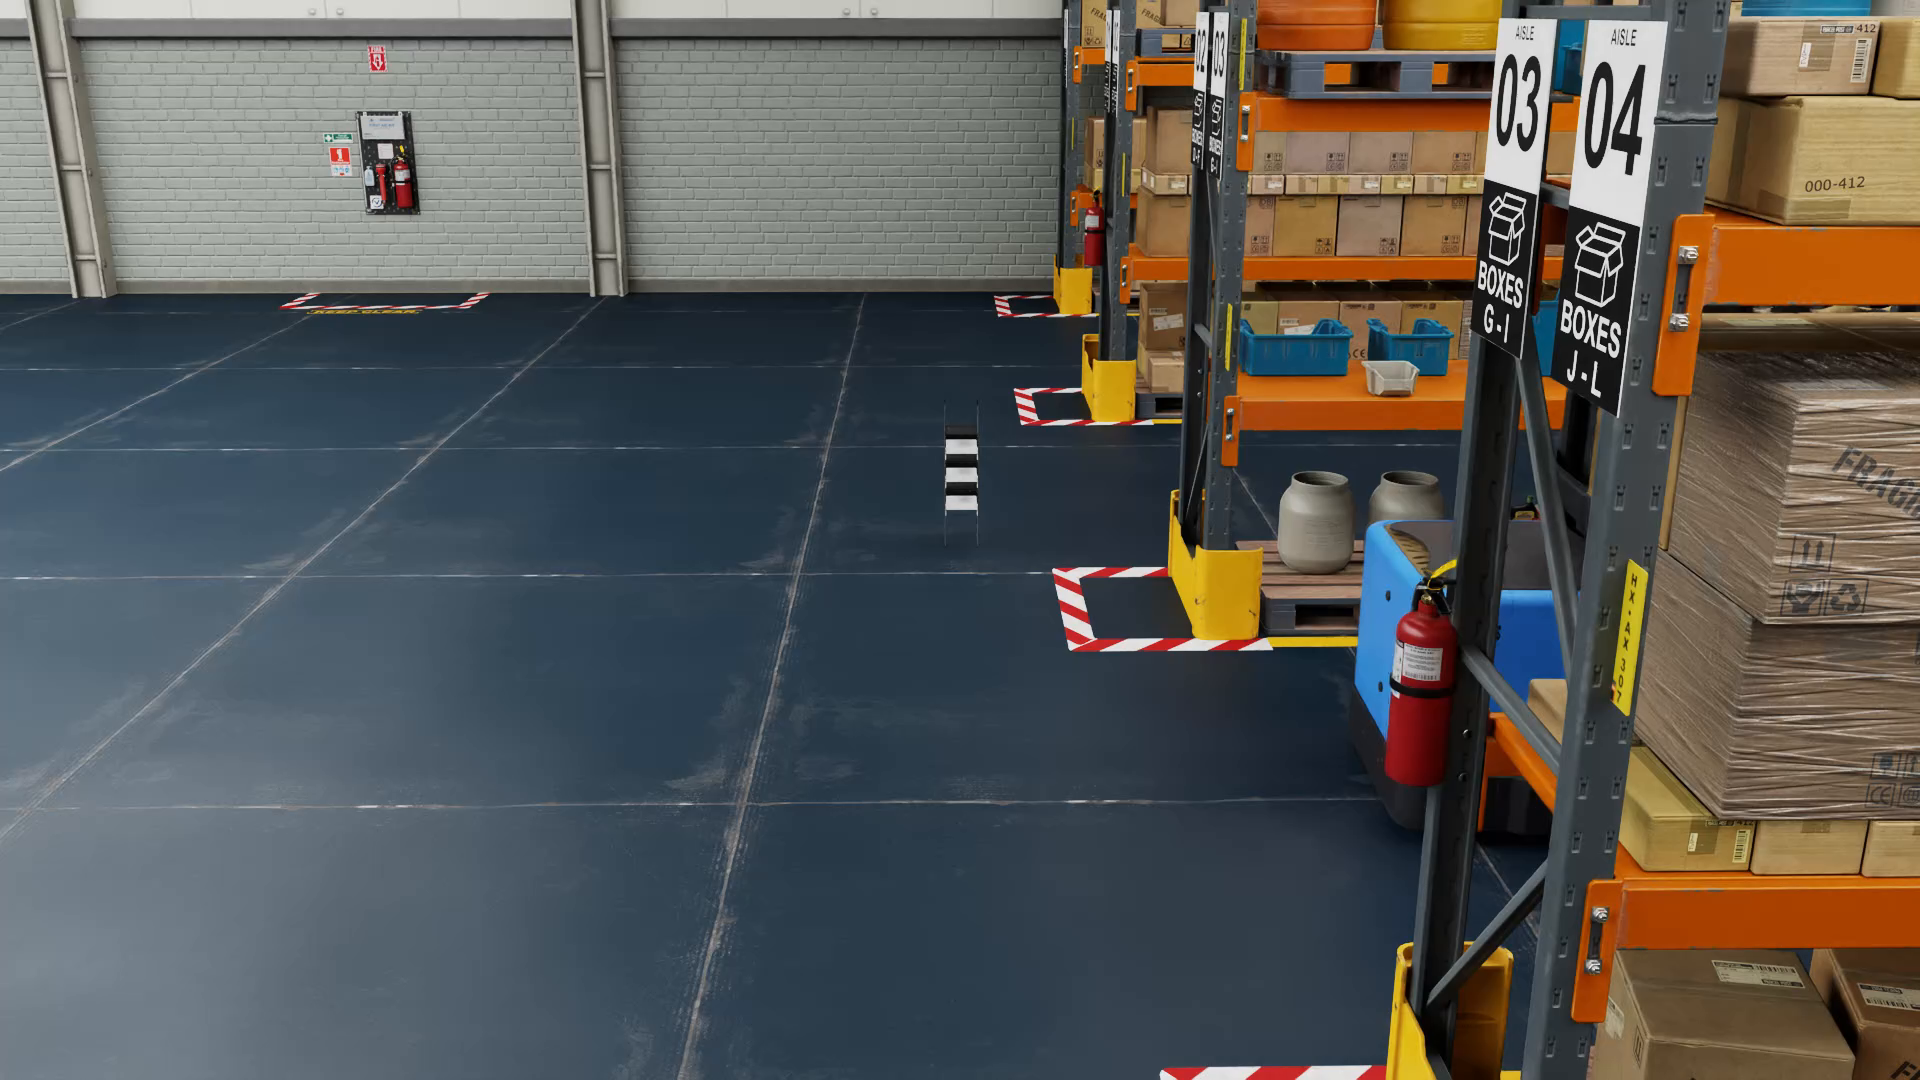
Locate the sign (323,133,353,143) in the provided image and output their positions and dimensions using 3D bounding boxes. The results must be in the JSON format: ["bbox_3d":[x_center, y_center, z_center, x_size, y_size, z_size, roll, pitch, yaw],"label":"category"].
[{"bbox_3d":[-7.144,-4.617,19.102,0.331,0.109,0.001,0,18,-1],"label":"sign"}]

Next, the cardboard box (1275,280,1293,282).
[{"bbox_3d":[3.590,-2.952,18.788,0.250,0.149,0.380,-2,18,-5],"label":"cardboard box"}]

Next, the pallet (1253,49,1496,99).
[{"bbox_3d":[2.175,-2.369,8.422,1.213,0.211,1.003,0,18,-1],"label":"pallet"}]

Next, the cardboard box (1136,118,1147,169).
[{"bbox_3d":[2.167,-4.288,17.988,0.500,0.500,0.500,0,18,-1],"label":"cardboard box"}]

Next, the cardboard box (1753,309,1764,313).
[{"bbox_3d":[6.691,-1.842,14.276,0.500,0.311,0.500,0,18,-1],"label":"cardboard box"}]

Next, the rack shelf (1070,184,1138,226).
[{"bbox_3d":[3.190,-3.750,18.504,4.000,0.370,1.077,0,18,-1],"label":"rack shelf"}]

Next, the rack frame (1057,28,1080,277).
[{"bbox_3d":[1.190,-4.083,18.364,0.127,3.000,1.000,0,18,-1],"label":"rack frame"}]

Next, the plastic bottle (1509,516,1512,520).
[{"bbox_3d":[3.176,-0.077,9.737,0.097,0.201,0.097,0,18,0],"label":"plastic bottle"}]

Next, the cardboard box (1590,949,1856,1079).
[{"bbox_3d":[2.050,1.448,4.527,0.500,0.500,0.500,3,18,9],"label":"cardboard box"}]

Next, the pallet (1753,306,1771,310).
[{"bbox_3d":[8.408,-2.790,18.900,1.213,0.211,1.003,0,18,-1],"label":"pallet"}]

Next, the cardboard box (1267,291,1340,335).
[{"bbox_3d":[2.812,-1.762,13.715,0.500,0.500,0.500,0,18,-1],"label":"cardboard box"}]

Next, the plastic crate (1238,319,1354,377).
[{"bbox_3d":[1.842,-1.080,9.247,0.616,0.251,0.499,0,18,-1],"label":"plastic crate"}]

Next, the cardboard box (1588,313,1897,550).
[{"bbox_3d":[1.971,-0.288,4.246,0.500,0.500,0.500,0,18,-1],"label":"cardboard box"}]

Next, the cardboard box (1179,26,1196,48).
[{"bbox_3d":[2.585,-5.489,17.640,0.500,0.500,0.500,1,18,2],"label":"cardboard box"}]

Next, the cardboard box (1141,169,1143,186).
[{"bbox_3d":[2.202,-3.933,18.111,0.500,0.250,0.500,-1,18,-3],"label":"cardboard box"}]

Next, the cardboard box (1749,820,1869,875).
[{"bbox_3d":[1.964,0.651,4.017,0.250,0.149,0.380,0,18,-1],"label":"cardboard box"}]

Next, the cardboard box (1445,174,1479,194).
[{"bbox_3d":[3.986,-2.875,13.372,0.250,0.149,0.380,0,18,-1],"label":"cardboard box"}]

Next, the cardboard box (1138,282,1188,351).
[{"bbox_3d":[1.804,-1.911,14.181,0.500,0.500,0.500,0,18,-1],"label":"cardboard box"}]

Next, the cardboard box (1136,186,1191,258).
[{"bbox_3d":[1.739,-2.616,13.627,0.500,0.500,0.700,0,18,-1],"label":"cardboard box"}]

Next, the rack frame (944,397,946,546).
[{"bbox_3d":[-0.094,-0.428,10.409,0.006,0.900,0.240,0,18,-1],"label":"rack frame"}]

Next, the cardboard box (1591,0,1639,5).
[{"bbox_3d":[6.971,-5.762,17.837,0.500,0.500,0.500,-1,18,-3],"label":"cardboard box"}]

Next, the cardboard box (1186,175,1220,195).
[{"bbox_3d":[1.932,-2.865,13.341,0.250,0.149,0.380,-1,18,-2],"label":"cardboard box"}]

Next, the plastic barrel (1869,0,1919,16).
[{"bbox_3d":[4.913,-2.816,8.633,0.421,0.512,0.421,0,18,0],"label":"plastic barrel"}]

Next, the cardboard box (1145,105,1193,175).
[{"bbox_3d":[1.792,-3.234,13.430,0.500,0.500,0.700,0,18,-1],"label":"cardboard box"}]

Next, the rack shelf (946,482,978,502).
[{"bbox_3d":[0.008,-0.311,10.448,0.200,0.077,0.258,0,18,-1],"label":"rack shelf"}]

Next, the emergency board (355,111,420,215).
[{"bbox_3d":[-6.594,-4.321,19.107,0.643,1.169,0.194,0,18,-1],"label":"emergency board"}]

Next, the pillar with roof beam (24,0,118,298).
[{"bbox_3d":[-10.054,-5.834,14.003,0.400,9.000,9.100,0,18,-1],"label":"pillar with roof beam"}]

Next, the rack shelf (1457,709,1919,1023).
[{"bbox_3d":[3.425,0.789,4.356,4.000,0.370,1.077,0,18,-1],"label":"rack shelf"}]

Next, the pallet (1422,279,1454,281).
[{"bbox_3d":[5.968,-2.778,18.863,1.213,0.211,1.003,0,18,-1],"label":"pallet"}]

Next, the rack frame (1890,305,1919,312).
[{"bbox_3d":[5.346,-1.076,8.992,0.127,3.000,1.000,0,18,-1],"label":"rack frame"}]

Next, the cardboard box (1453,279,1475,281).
[{"bbox_3d":[5.926,-3.130,18.766,0.500,0.500,0.700,0,18,1],"label":"cardboard box"}]

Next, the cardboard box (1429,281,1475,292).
[{"bbox_3d":[4.303,-1.925,14.225,0.500,0.500,0.500,0,18,-1],"label":"cardboard box"}]

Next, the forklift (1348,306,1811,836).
[{"bbox_3d":[3.276,-0.314,6.728,3.031,2.935,1.130,0,18,1],"label":"forklift"}]

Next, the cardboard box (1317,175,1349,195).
[{"bbox_3d":[2.956,-2.869,13.356,0.250,0.149,0.380,-1,18,-2],"label":"cardboard box"}]

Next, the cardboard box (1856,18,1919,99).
[{"bbox_3d":[1.965,-0.993,3.416,0.250,0.149,0.380,0,18,0],"label":"cardboard box"}]

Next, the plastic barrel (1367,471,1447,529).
[{"bbox_3d":[2.505,-0.101,9.338,0.421,0.512,0.421,0,18,0],"label":"plastic barrel"}]

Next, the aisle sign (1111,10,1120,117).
[{"bbox_3d":[1.211,-3.714,12.958,0.004,0.787,0.394,0,18,-1],"label":"aisle sign"}]

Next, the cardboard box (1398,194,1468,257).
[{"bbox_3d":[3.799,-2.627,13.662,0.500,0.500,0.700,0,18,0],"label":"cardboard box"}]

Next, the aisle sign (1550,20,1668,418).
[{"bbox_3d":[1.368,-0.690,3.533,0.004,0.787,0.394,0,18,-1],"label":"aisle sign"}]

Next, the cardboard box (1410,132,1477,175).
[{"bbox_3d":[3.822,-3.245,13.466,0.500,0.500,0.700,0,18,-1],"label":"cardboard box"}]

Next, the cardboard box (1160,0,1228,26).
[{"bbox_3d":[1.847,-4.315,13.093,0.637,0.503,0.797,1,18,3],"label":"cardboard box"}]

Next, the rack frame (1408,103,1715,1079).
[{"bbox_3d":[1.425,0.456,4.216,0.127,3.000,1.000,0,18,-1],"label":"rack frame"}]

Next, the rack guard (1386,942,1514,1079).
[{"bbox_3d":[1.501,1.646,4.599,0.348,0.500,1.175,0,18,-1],"label":"rack guard"}]

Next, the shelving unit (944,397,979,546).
[{"bbox_3d":[0.008,-0.429,10.410,0.210,0.900,0.258,0,18,-1],"label":"shelving unit"}]
